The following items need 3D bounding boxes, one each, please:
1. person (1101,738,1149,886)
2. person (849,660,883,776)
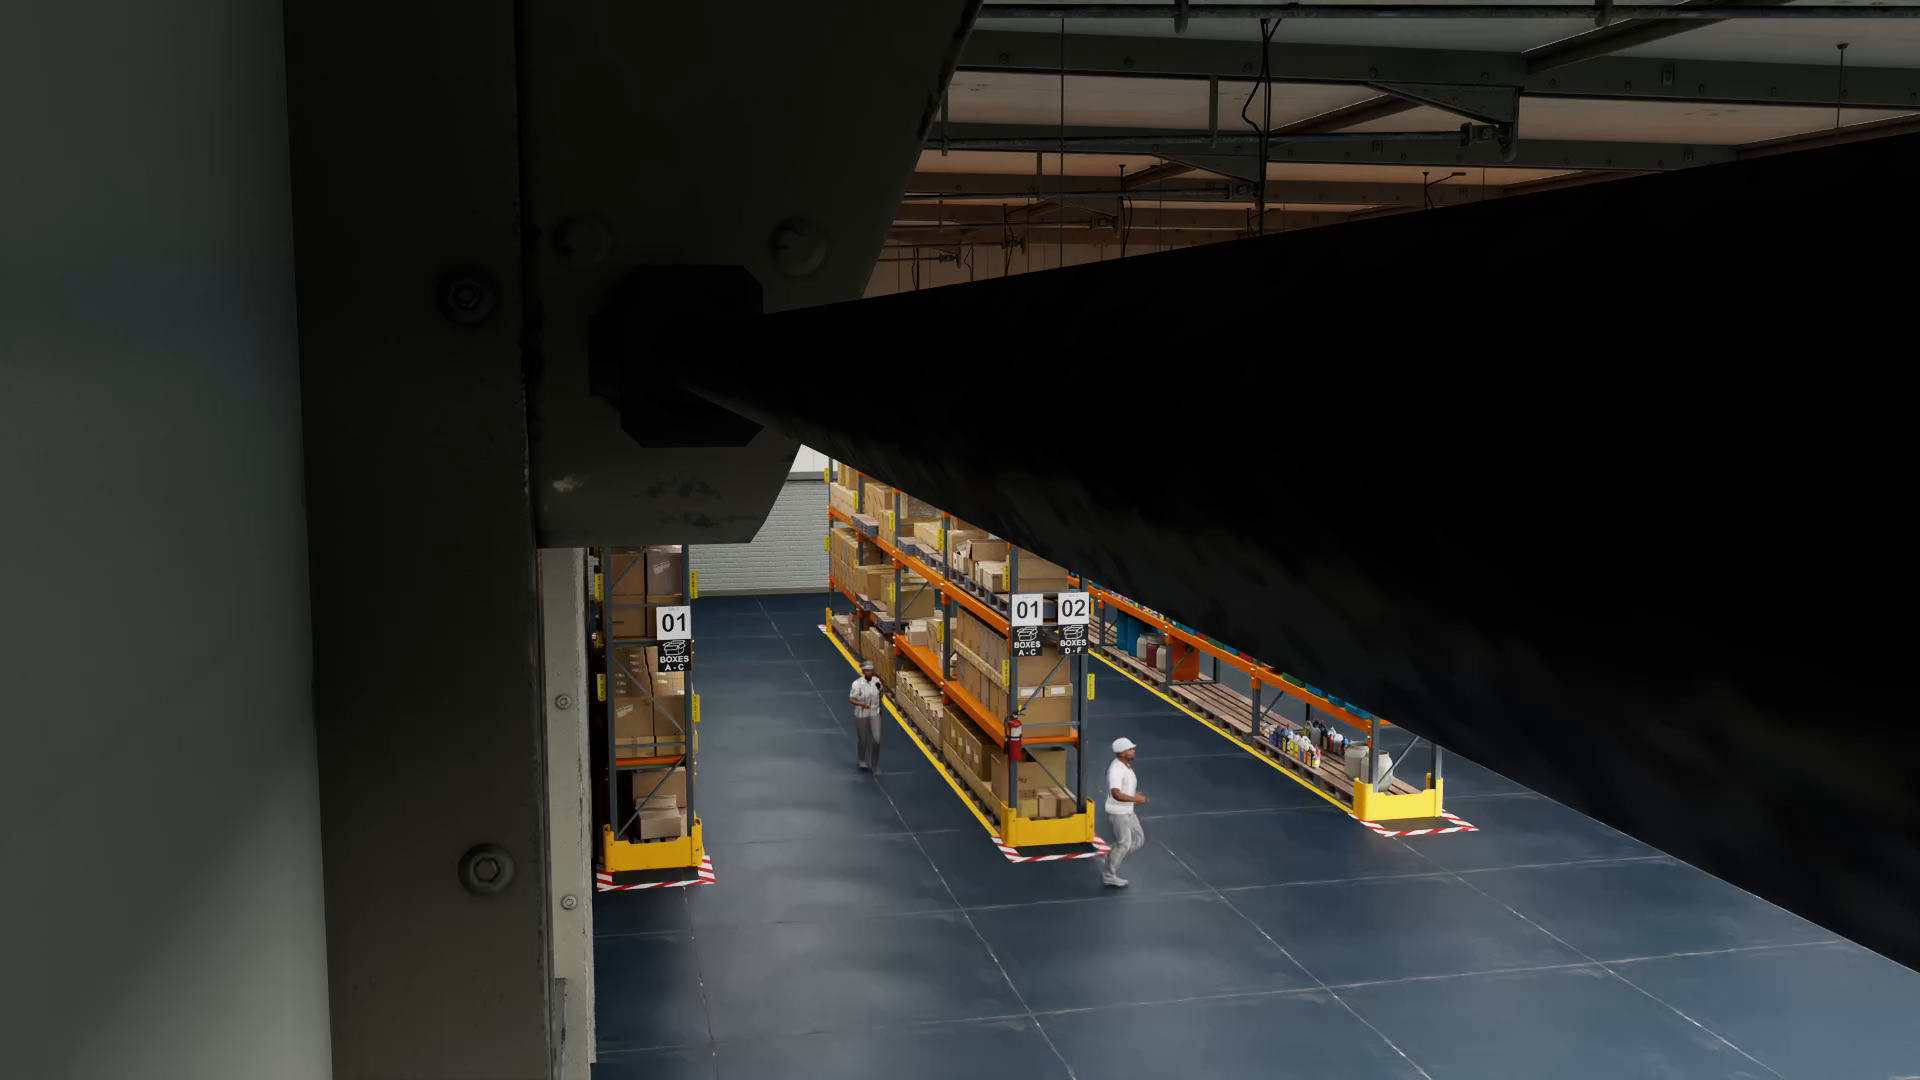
[{"bbox_3d":[1.942,3.171,19.482,0.582,1.722,0.758,2,7,18],"label":"person"},{"bbox_3d":[-1.355,2.621,24.433,0.566,1.734,0.716,-2,7,-15],"label":"person"}]
